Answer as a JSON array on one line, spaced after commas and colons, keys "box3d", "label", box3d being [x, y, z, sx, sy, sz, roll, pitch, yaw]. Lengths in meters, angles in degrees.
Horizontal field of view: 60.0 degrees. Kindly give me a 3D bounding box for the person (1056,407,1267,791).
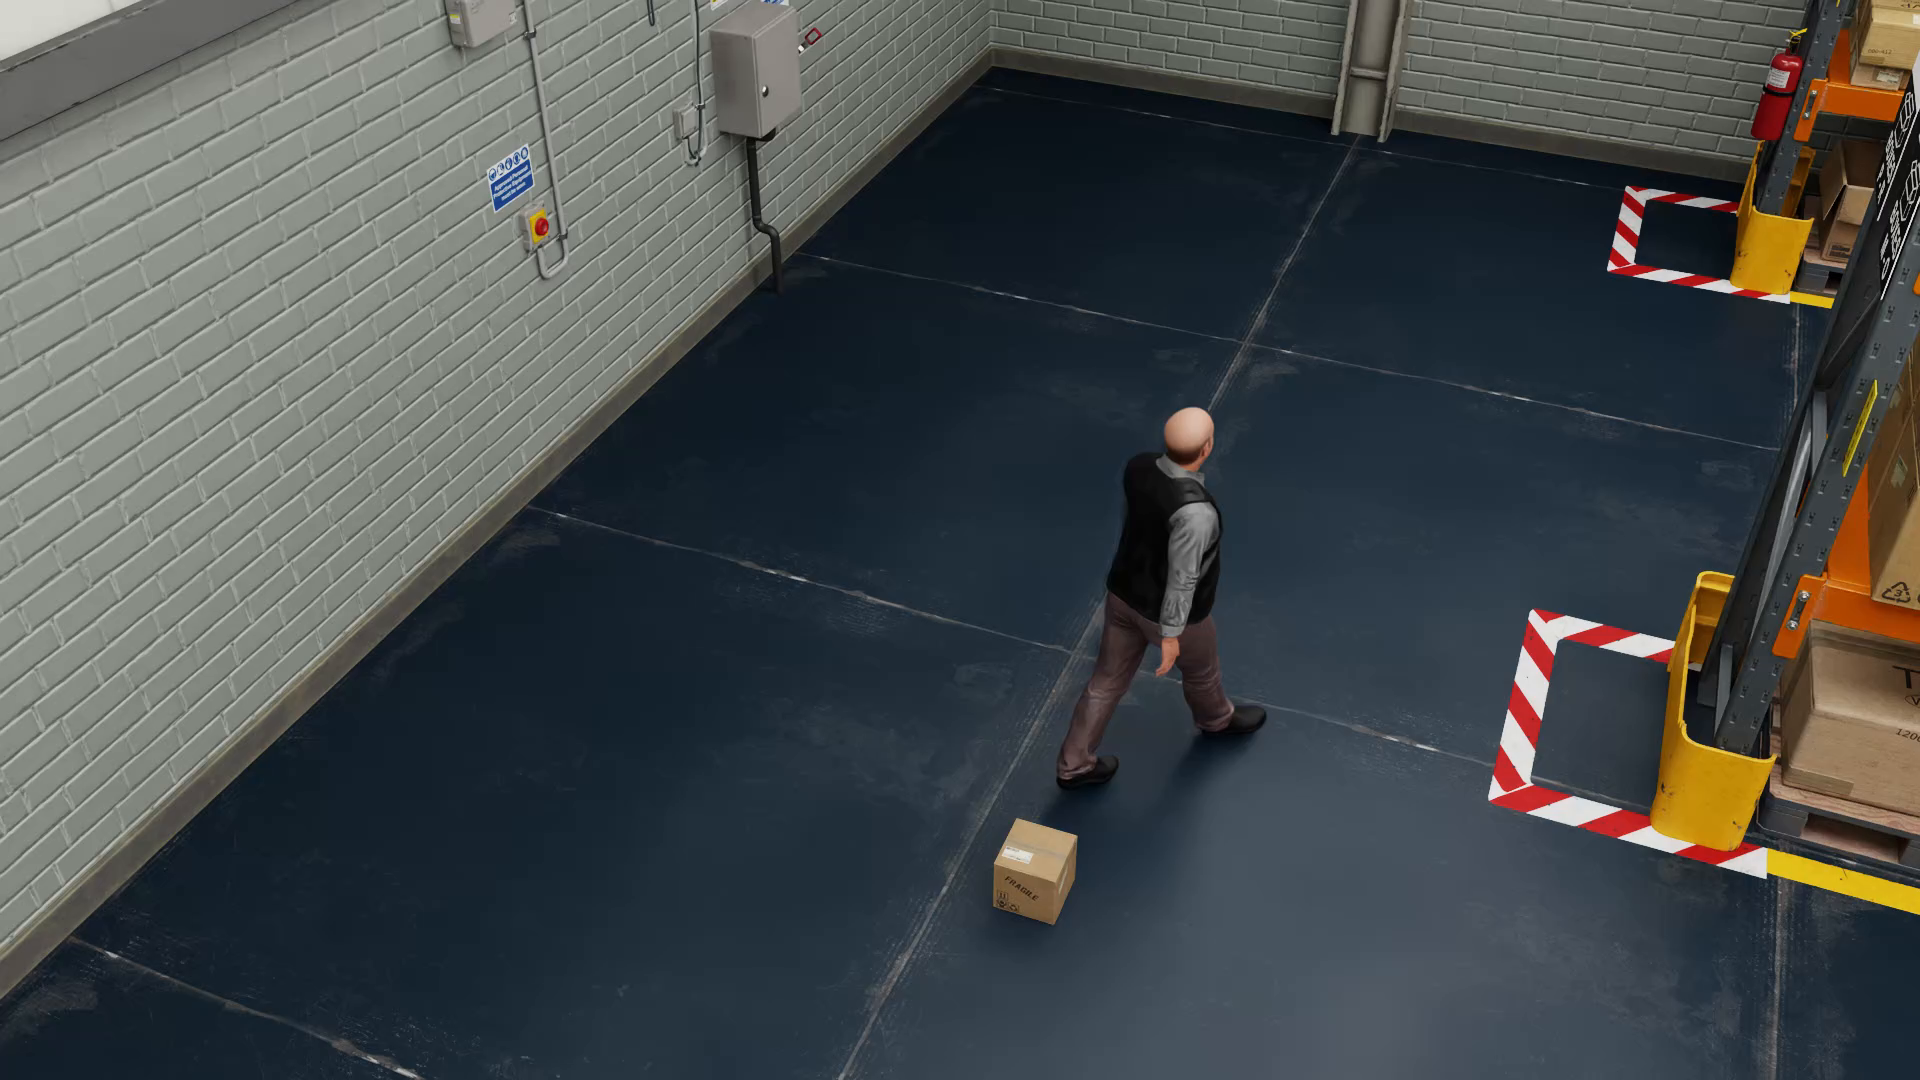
[{"box3d": [0.798, 0.203, 6.553, 1.007, 1.662, 0.564, -25, 44, -29], "label": "person"}]
